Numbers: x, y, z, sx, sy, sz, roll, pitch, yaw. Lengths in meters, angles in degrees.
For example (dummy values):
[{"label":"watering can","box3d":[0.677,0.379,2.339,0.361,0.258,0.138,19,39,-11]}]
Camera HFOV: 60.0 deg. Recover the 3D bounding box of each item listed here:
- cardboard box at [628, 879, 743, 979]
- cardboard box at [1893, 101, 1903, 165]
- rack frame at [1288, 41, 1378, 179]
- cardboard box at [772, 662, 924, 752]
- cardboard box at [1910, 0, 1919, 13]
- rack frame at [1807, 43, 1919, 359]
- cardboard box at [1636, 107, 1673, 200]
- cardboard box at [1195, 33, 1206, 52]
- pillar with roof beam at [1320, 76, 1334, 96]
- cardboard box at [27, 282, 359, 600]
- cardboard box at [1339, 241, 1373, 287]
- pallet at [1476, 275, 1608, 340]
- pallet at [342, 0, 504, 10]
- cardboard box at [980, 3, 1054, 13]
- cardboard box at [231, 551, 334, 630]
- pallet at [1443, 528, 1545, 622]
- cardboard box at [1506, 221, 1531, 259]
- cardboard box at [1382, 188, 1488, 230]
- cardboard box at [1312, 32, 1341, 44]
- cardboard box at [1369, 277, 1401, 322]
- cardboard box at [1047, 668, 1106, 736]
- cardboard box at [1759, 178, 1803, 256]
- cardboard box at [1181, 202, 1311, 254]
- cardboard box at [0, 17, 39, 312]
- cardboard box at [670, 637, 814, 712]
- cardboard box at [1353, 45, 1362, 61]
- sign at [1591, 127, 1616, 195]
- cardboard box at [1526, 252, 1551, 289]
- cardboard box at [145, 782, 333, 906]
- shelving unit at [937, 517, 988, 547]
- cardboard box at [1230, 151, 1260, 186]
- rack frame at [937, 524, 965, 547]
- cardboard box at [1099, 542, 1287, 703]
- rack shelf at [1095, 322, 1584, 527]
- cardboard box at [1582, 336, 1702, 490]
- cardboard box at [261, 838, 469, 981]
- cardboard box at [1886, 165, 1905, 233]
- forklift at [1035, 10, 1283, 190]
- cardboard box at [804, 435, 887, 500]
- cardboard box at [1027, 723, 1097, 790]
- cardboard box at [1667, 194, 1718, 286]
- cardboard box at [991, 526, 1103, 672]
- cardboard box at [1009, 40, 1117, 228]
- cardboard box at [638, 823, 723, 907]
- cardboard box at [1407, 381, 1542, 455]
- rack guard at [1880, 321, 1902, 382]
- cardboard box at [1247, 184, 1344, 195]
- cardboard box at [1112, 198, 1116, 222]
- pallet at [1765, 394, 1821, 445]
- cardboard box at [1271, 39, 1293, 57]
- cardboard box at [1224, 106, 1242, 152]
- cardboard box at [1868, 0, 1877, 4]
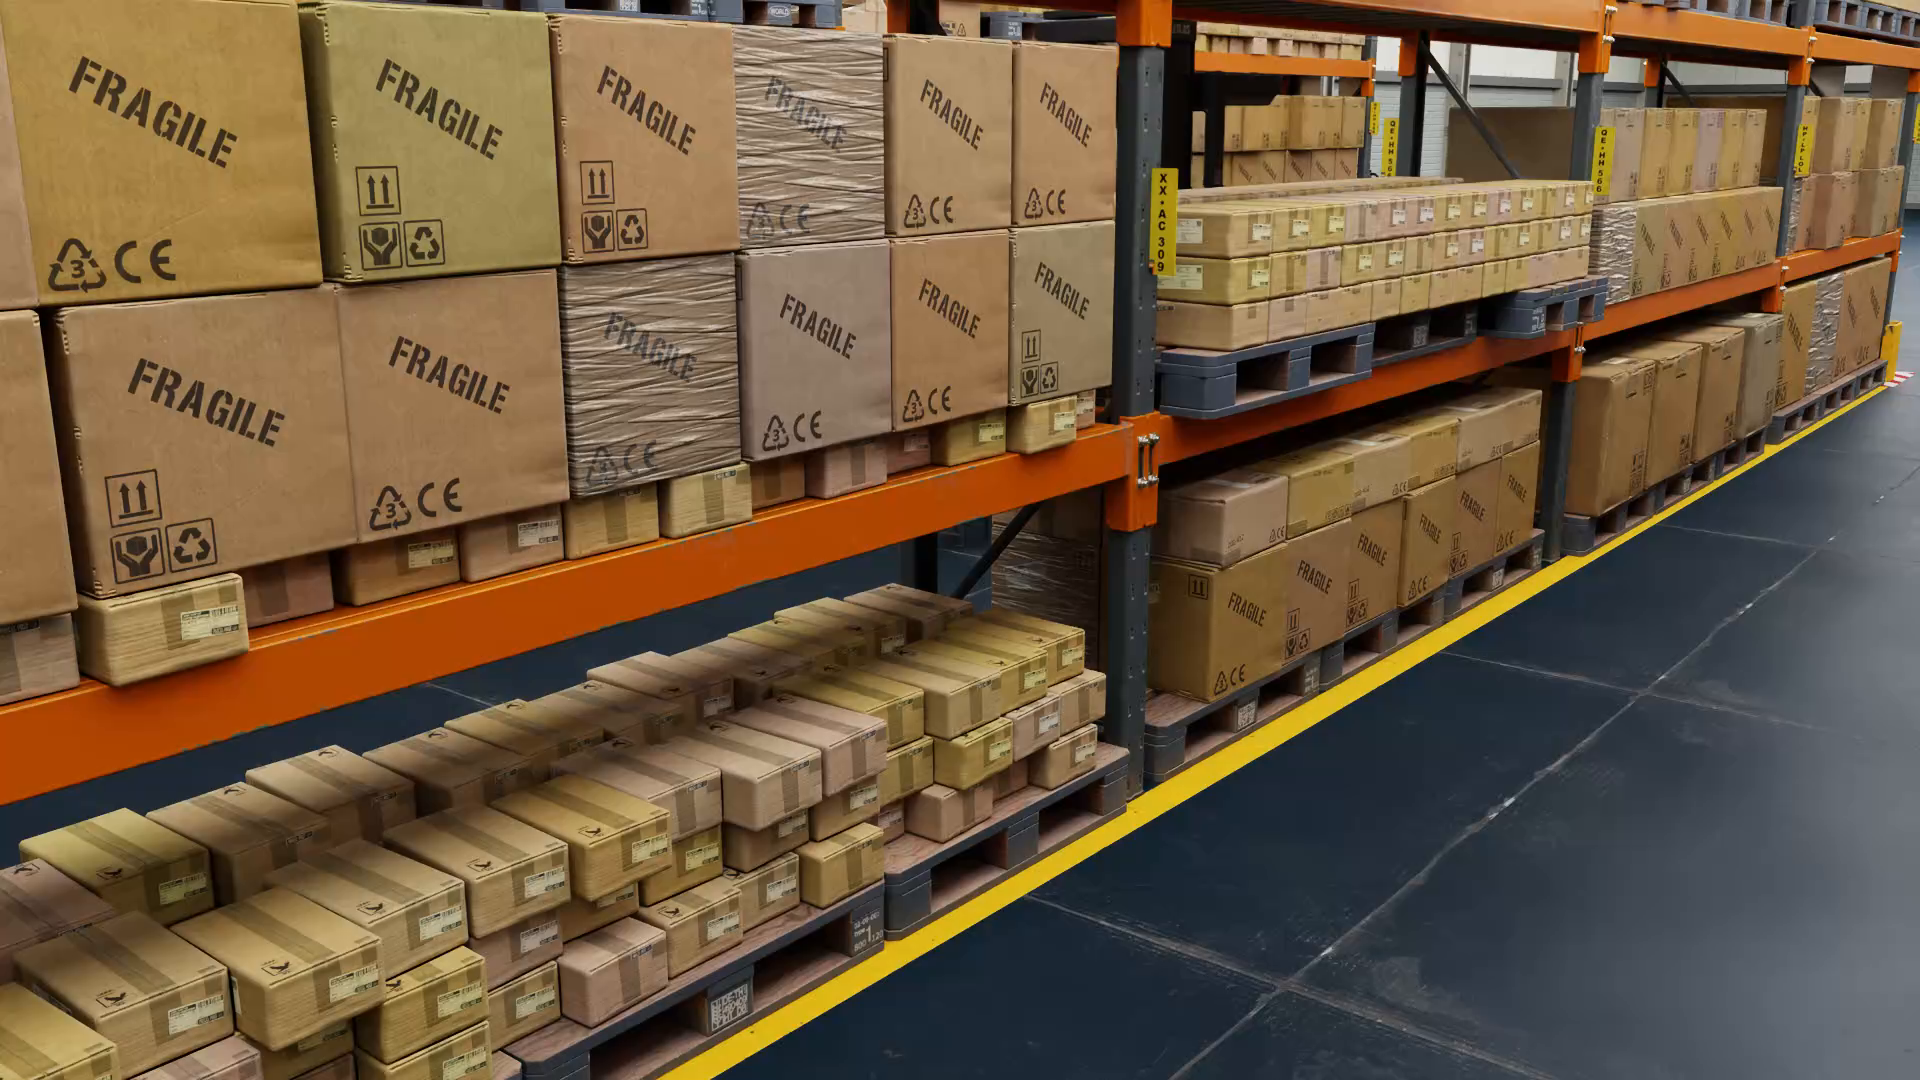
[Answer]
[{"label":"cardboard box","box3d":[-0.774,0.947,4.239,0.380,0.149,0.250,11,18,38]},{"label":"cardboard box","box3d":[7.479,-3.477,14.219,0.875,0.550,0.550,11,18,38]},{"label":"rack frame","box3d":[3.829,-3.693,17.566,1.000,3.000,0.127,11,18,38]},{"label":"cardboard box","box3d":[-0.325,0.492,4.823,0.380,0.149,0.250,12,19,39]},{"label":"cardboard box","box3d":[7.477,-4.316,13.384,0.380,0.149,0.250,12,18,38]},{"label":"rack frame","box3d":[7.742,-2.946,14.627,1.000,3.000,0.127,11,18,38]},{"label":"cardboard box","box3d":[3.642,-2.227,9.563,0.700,0.500,0.500,11,18,37]},{"label":"cardboard box","box3d":[1.911,-4.321,14.460,0.380,0.149,0.250,11,18,38]},{"label":"pillar with roof beam","box3d":[9.717,-9.006,26.296,9.100,9.000,0.400,11,18,38]},{"label":"cardboard box","box3d":[-1.500,-0.224,3.105,0.500,0.500,0.500,11,18,38]},{"label":"cardboard box","box3d":[1.292,-1.027,6.128,0.380,0.149,0.250,10,18,35]},{"label":"pallet","box3d":[2.349,-1.168,8.018,1.213,0.211,1.003,11,18,38]},{"label":"pallet","box3d":[-3.176,-2.939,8.895,0.805,0.209,1.217,10,18,35]},{"label":"cardboard box","box3d":[0.417,-4.183,12.857,0.500,0.250,0.500,12,18,38]},{"label":"cardboard box","box3d":[-1.460,0.059,3.307,0.380,0.149,0.250,12,19,40]},{"label":"pallet","box3d":[2.222,0.087,8.351,1.003,0.211,1.213,11,18,38]},{"label":"cardboard box","box3d":[2.270,-1.325,7.298,0.380,0.149,0.250,11,18,38]},{"label":"cardboard box","box3d":[1.948,-1.372,6.880,0.380,0.149,0.250,12,19,40]},{"label":"cardboard box","box3d":[3.389,-4.984,16.258,0.500,0.250,0.500,11,18,37]},{"label":"cardboard box","box3d":[1.454,-0.932,6.356,0.380,0.149,0.250,10,18,35]},{"label":"cardboard box","box3d":[0.249,0.496,5.412,0.380,0.149,0.250,12,18,39]},{"label":"cardboard box","box3d":[5.451,-2.325,11.878,0.875,0.550,0.550,11,18,38]},{"label":"cardboard box","box3d":[0.976,-1.077,5.717,0.380,0.149,0.250,12,18,39]},{"label":"cardboard box","box3d":[-1.825,-0.604,2.570,0.500,0.500,0.500,11,18,37]},{"label":"cardboard box","box3d":[-0.664,0.429,5.070,0.380,0.149,0.250,11,18,36]},{"label":"cardboard box","box3d":[3.822,-4.913,16.788,0.380,0.149,0.250,11,18,38]},{"label":"sign","box3d":[3.142,-1.854,8.140,0.100,0.325,0.005,11,18,38]},{"label":"cardboard box","box3d":[2.443,-1.233,7.543,0.380,0.149,0.250,12,18,38]},{"label":"cardboard box","box3d":[-1.700,0.719,3.928,0.380,0.149,0.250,10,18,35]},{"label":"shelving unit","box3d":[-0.005,-0.435,9.006,0.258,0.900,0.210,11,18,38]},{"label":"cardboard box","box3d":[2.431,-3.354,15.427,0.500,0.500,0.500,11,18,37]},{"label":"rack frame","box3d":[-0.069,-0.415,8.929,0.240,0.900,0.006,11,18,38]},{"label":"cardboard box","box3d":[0.871,0.260,6.232,0.500,0.500,0.500,12,19,40]},{"label":"rack shelf","box3d":[1.457,-0.682,7.177,1.077,0.370,4.000,11,18,38]},{"label":"cardboard box","box3d":[3.714,-0.798,9.887,1.050,0.750,0.750,12,18,38]},{"label":"cardboard box","box3d":[-1.291,0.800,3.610,0.380,0.149,0.250,10,17,35]},{"label":"cardboard box","box3d":[7.544,-2.940,14.301,0.875,0.550,0.550,11,18,38]},{"label":"forklift","box3d":[1.265,-1.823,10.348,1.130,2.935,3.031,12,19,39]},{"label":"cardboard box","box3d":[-0.418,-0.225,4.426,0.380,0.149,0.250,10,18,35]},{"label":"cardboard box","box3d":[0.219,0.658,5.377,0.380,0.149,0.250,12,18,38]},{"label":"cardboard box","box3d":[4.156,-1.796,9.897,0.500,0.500,0.500,11,18,37]},{"label":"cardboard box","box3d":[0.469,0.179,6.548,0.500,0.500,0.500,11,18,36]},{"label":"cardboard box","box3d":[0.115,-1.193,4.889,0.500,0.500,0.500,10,18,36]},{"label":"cardboard box","box3d":[-0.830,0.781,4.289,0.380,0.149,0.250,12,19,40]},{"label":"cardboard box","box3d":[2.488,-0.598,8.084,0.500,0.250,0.500,11,18,36]},{"label":"rack guard","box3d":[7.757,-1.739,14.953,1.175,0.500,0.348,11,18,38]},{"label":"cardboard box","box3d":[1.448,-1.473,7.280,0.380,0.149,0.250,12,19,39]},{"label":"cardboard box","box3d":[0.469,-1.177,6.111,0.380,0.149,0.250,11,18,36]},{"label":"pallet","box3d":[5.767,-0.962,12.480,1.003,0.211,1.213,11,18,38]},{"label":"cardboard box","box3d":[2.891,-4.612,15.603,0.380,0.149,0.250,11,18,37]},{"label":"cardboard box","box3d":[2.098,-3.749,14.950,0.700,0.500,0.500,11,18,38]},{"label":"cardboard box","box3d":[6.520,-4.025,12.238,0.380,0.149,0.250,11,18,38]}]
